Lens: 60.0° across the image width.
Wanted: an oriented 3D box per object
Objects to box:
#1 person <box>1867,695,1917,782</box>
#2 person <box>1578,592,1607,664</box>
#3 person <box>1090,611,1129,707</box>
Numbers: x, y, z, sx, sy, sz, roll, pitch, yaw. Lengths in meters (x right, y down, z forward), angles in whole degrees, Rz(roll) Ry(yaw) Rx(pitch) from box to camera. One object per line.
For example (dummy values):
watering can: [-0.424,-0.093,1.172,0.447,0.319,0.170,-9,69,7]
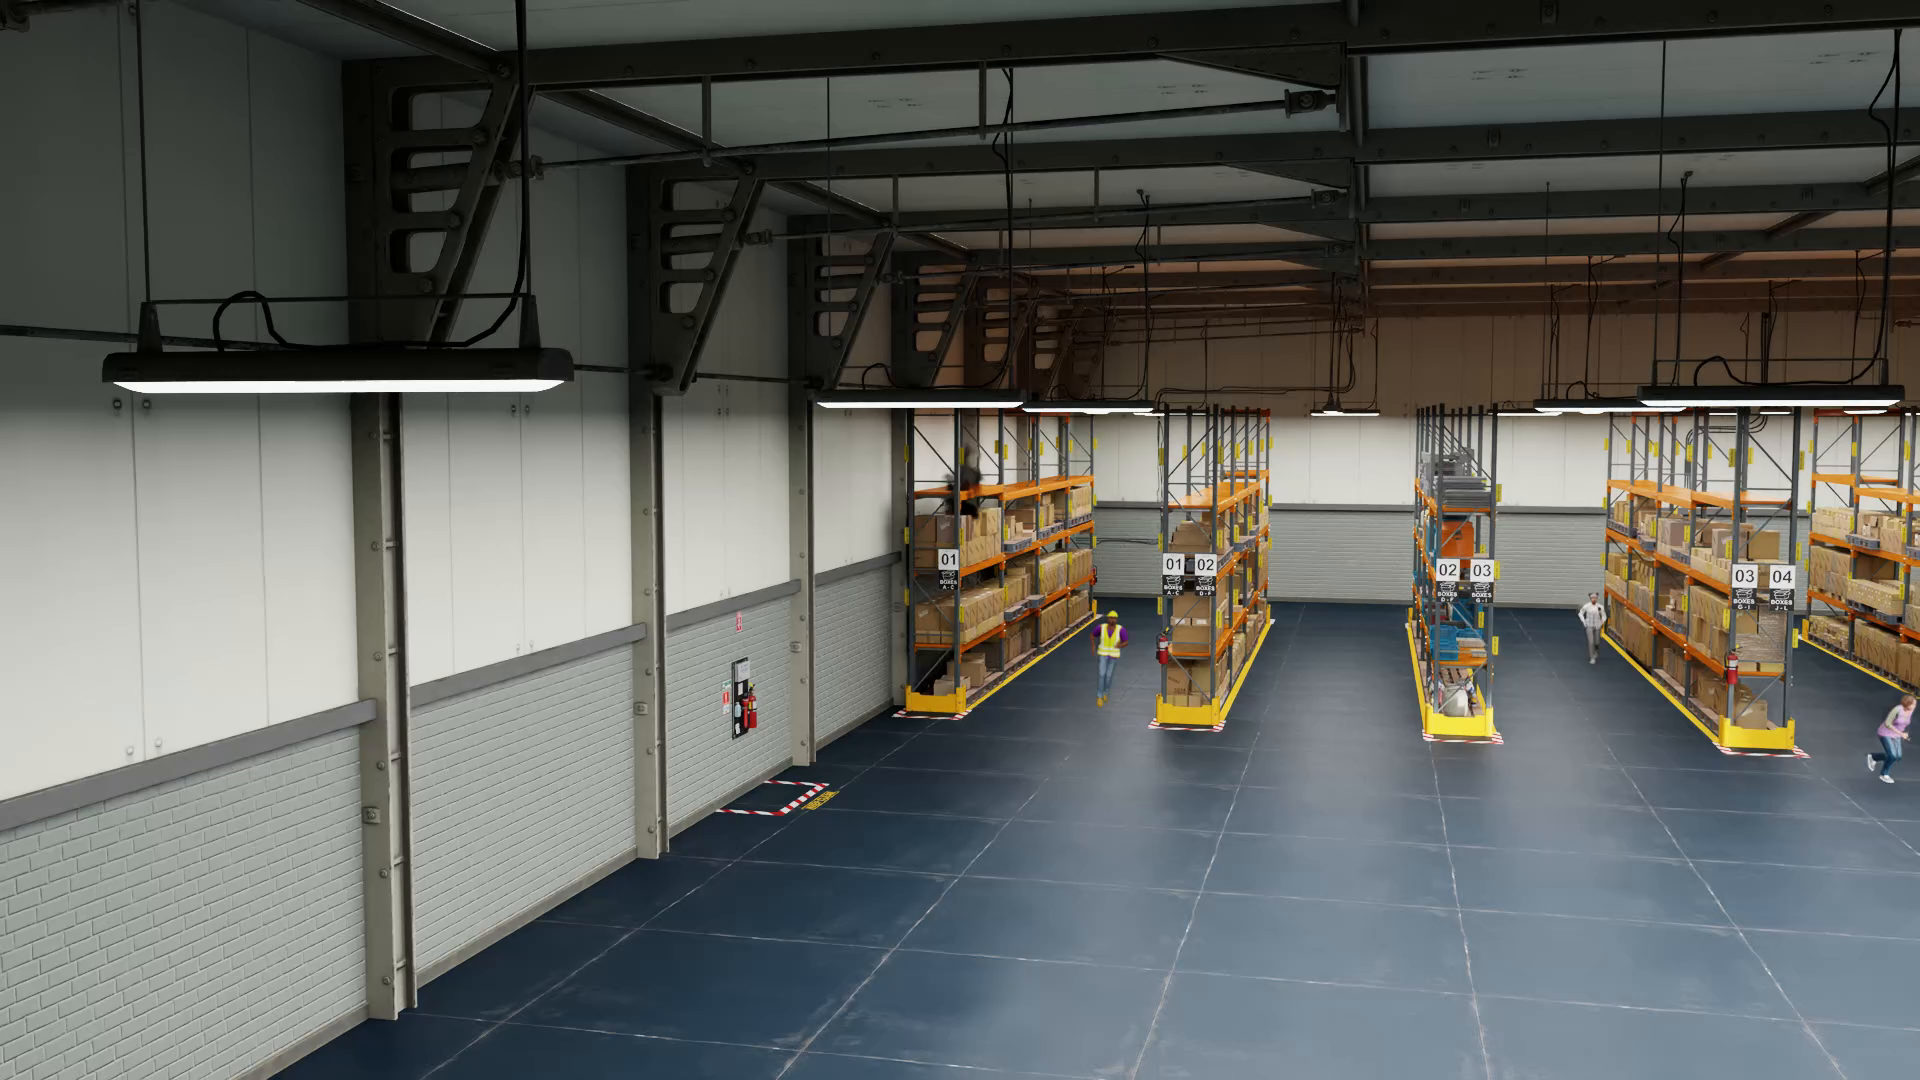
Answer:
person: [14.711,3.112,26.228,0.565,1.429,0.783,-2,5,-23]
person: [14.887,2.045,39.141,0.627,1.680,0.656,1,4,14]
person: [2.867,2.240,31.805,0.719,1.784,0.853,0,4,1]
